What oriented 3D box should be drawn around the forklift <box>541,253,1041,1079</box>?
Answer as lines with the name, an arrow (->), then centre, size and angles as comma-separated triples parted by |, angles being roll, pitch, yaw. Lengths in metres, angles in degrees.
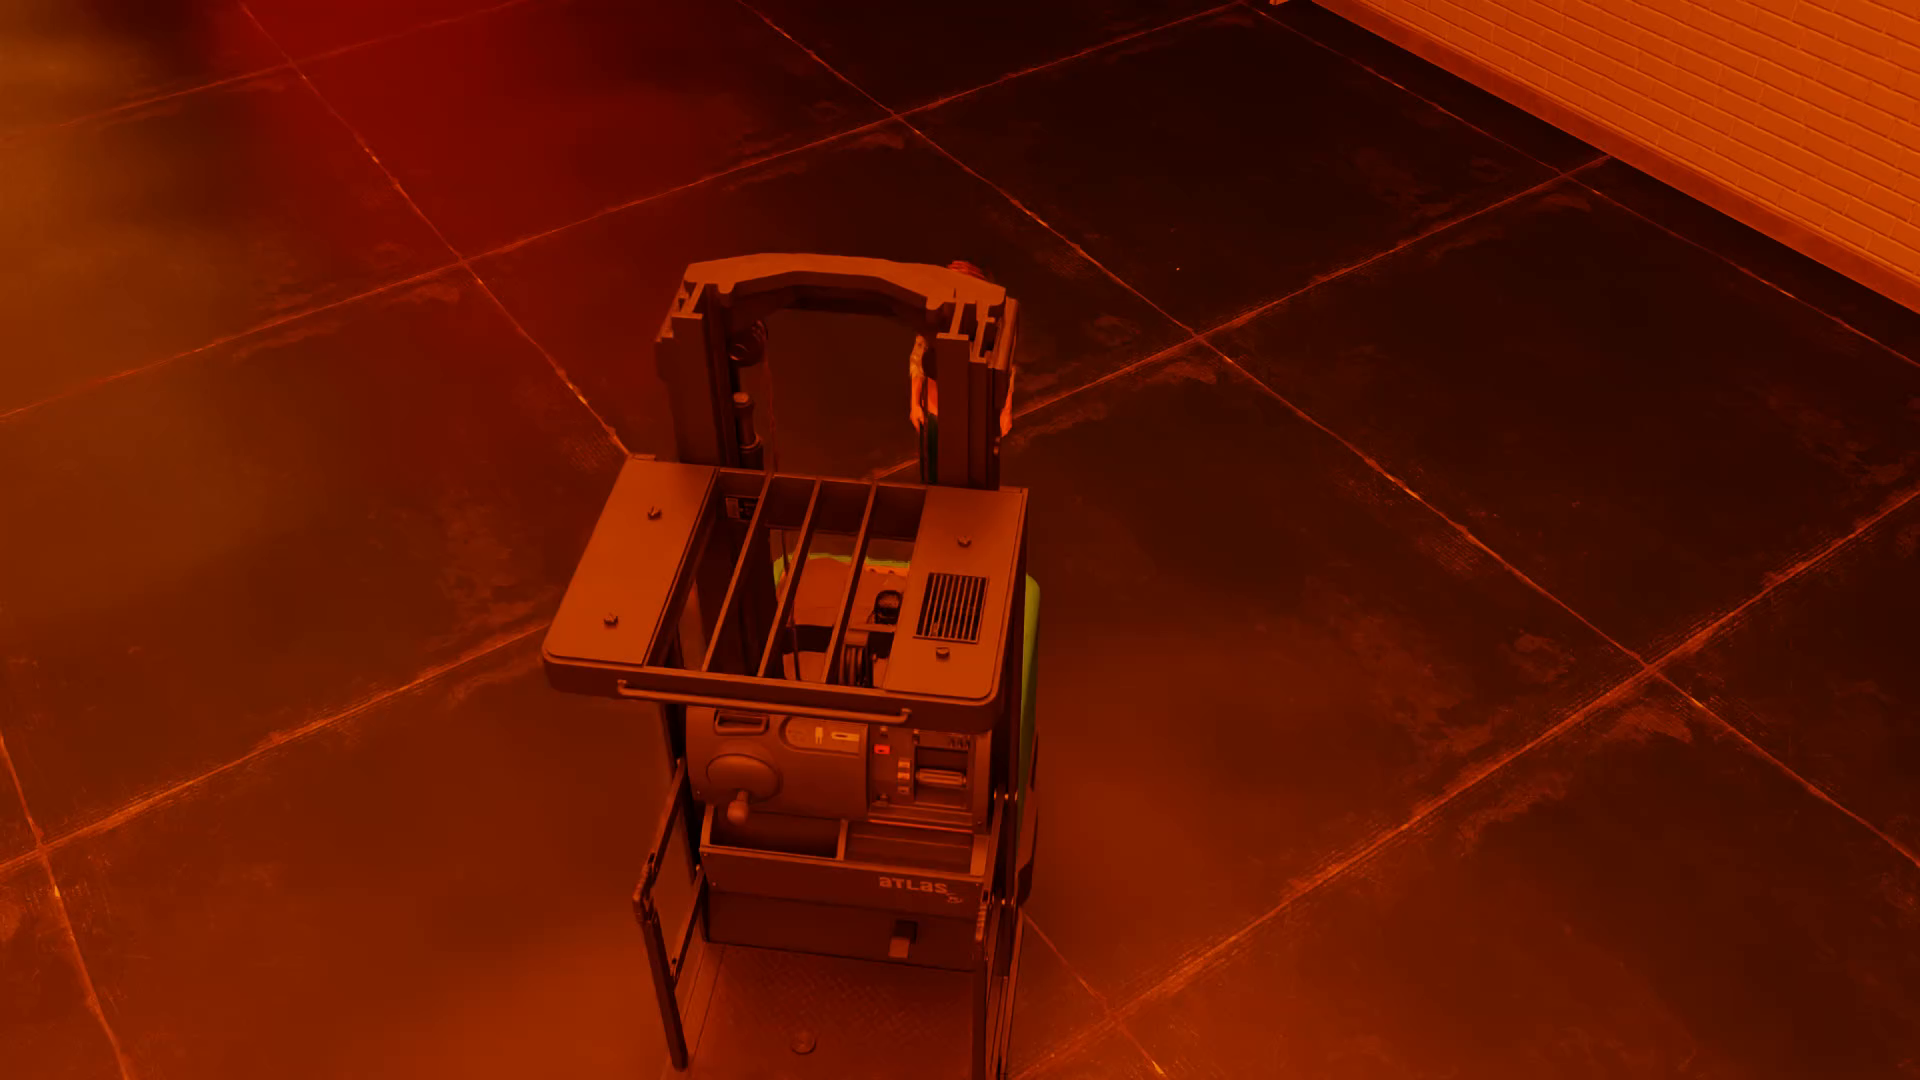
forklift -> -0.396, 0.775, 4.874 | 1.130, 2.935, 3.031 | 5, 43, 6

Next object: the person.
person -> 0.000, -0.538, 7.289 | 0.450, 1.591, 0.438 | 5, 43, 6
